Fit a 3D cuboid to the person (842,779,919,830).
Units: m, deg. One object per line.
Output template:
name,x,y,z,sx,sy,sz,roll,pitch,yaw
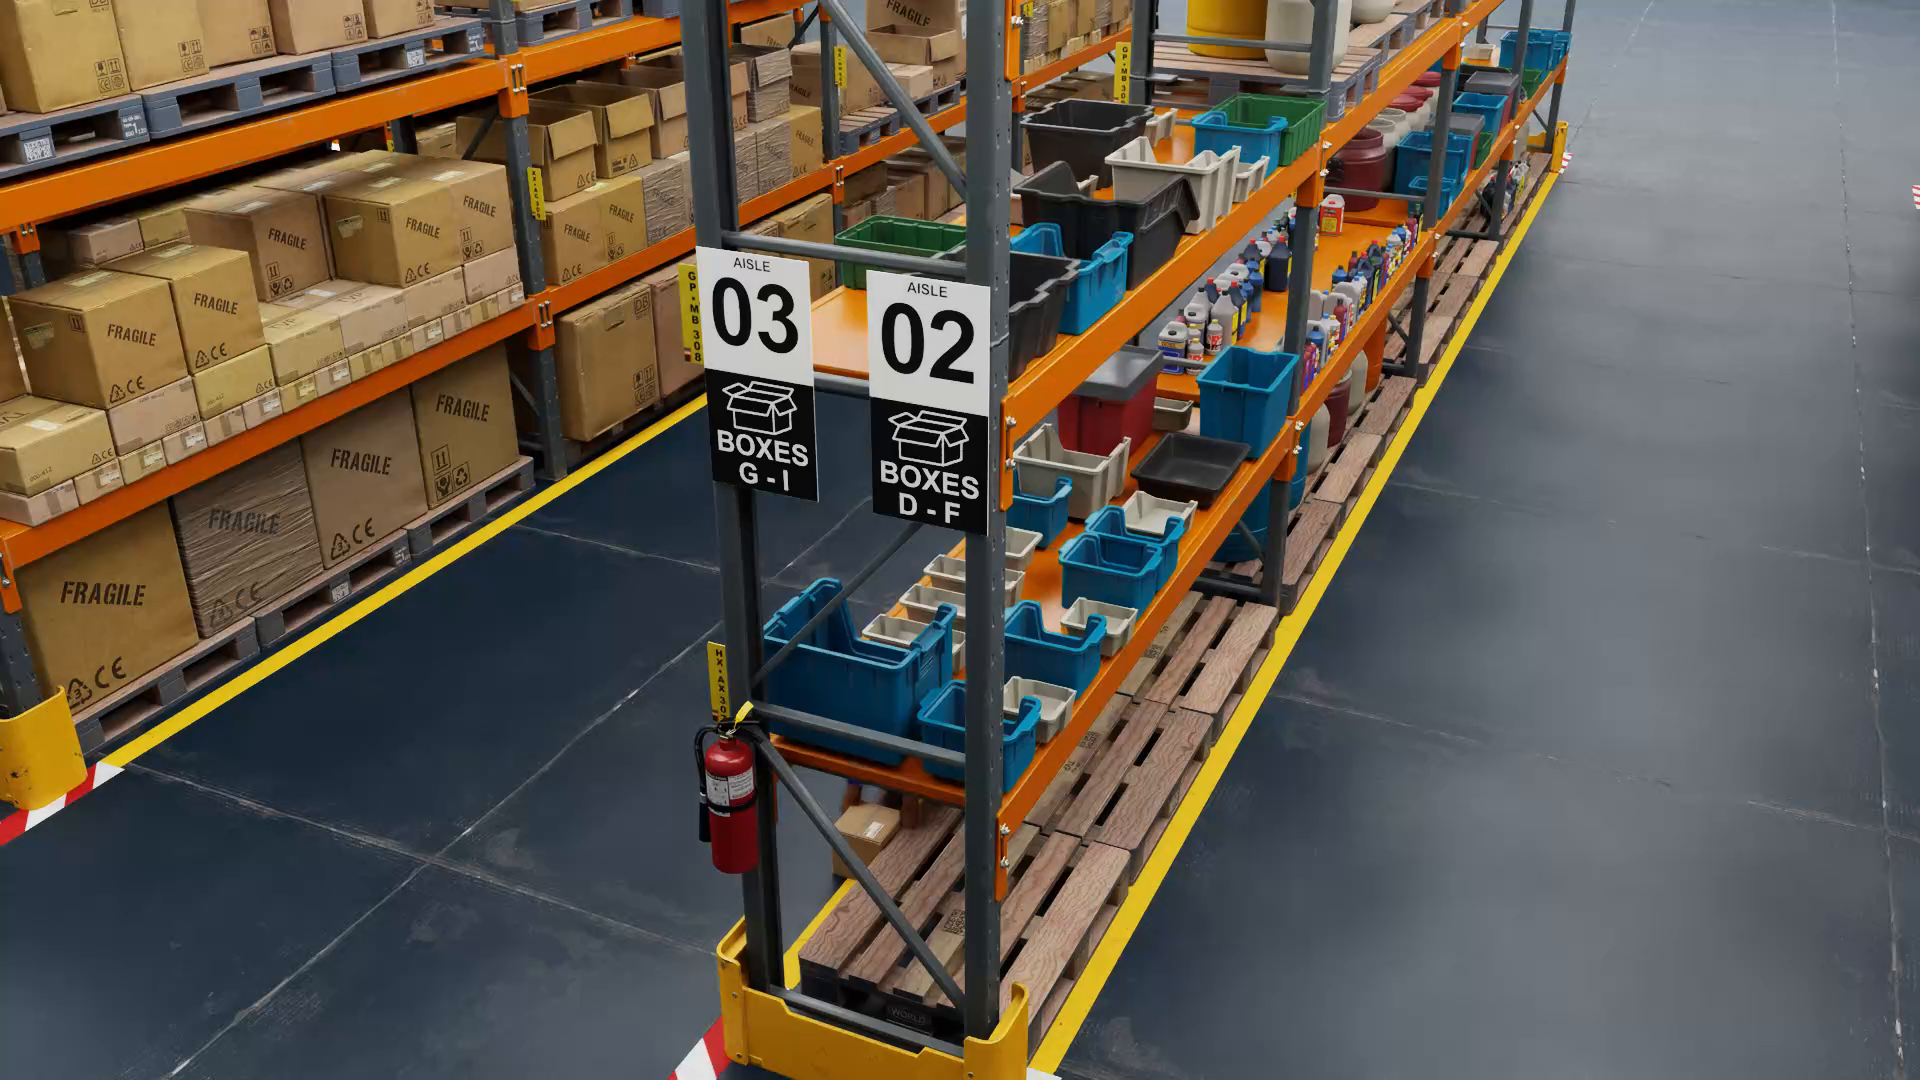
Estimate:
person,-0.261,1.019,7.619,0.465,0.766,0.873,10,28,20
